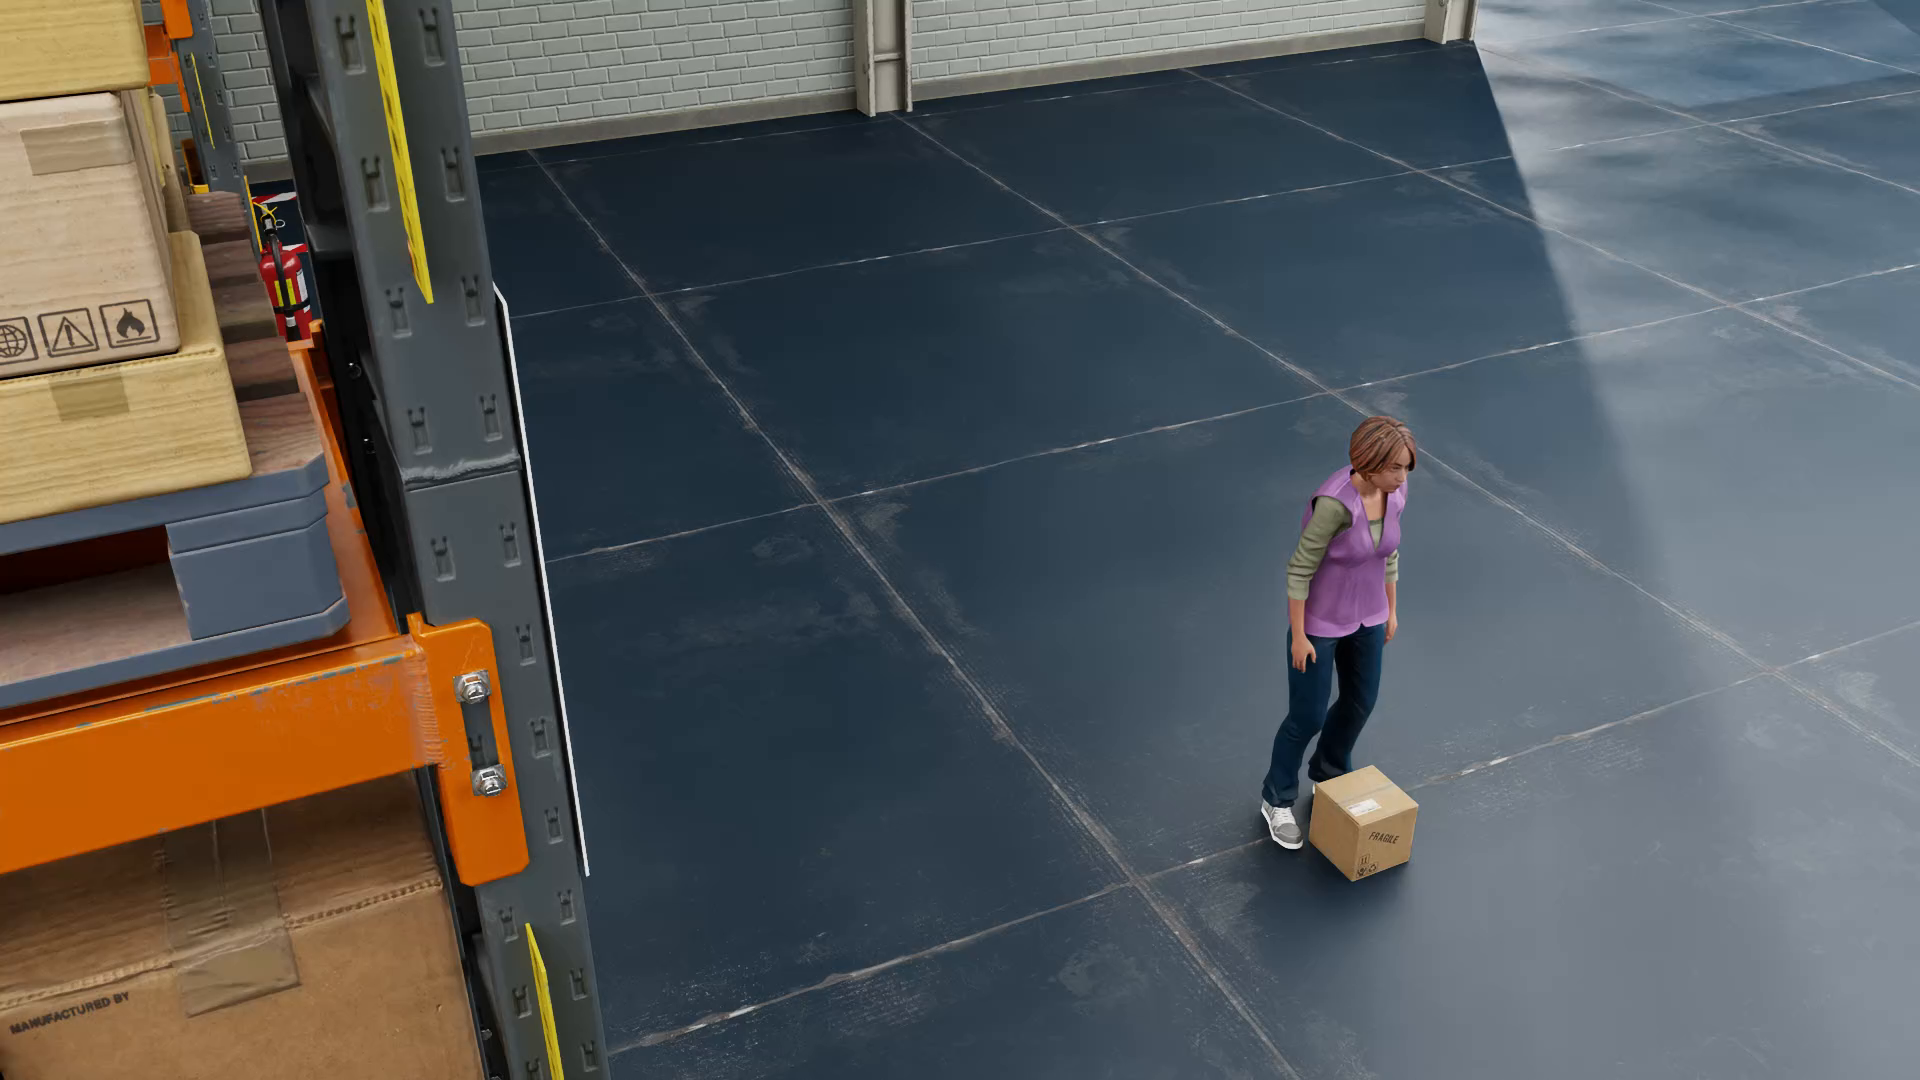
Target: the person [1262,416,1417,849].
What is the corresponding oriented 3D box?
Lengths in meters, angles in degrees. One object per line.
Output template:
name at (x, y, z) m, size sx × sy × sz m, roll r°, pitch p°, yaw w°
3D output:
person at (1.286, 0.291, 5.633) m, size 0.480 × 1.591 × 0.347 m, roll -15°, pitch 33°, yaw -25°
